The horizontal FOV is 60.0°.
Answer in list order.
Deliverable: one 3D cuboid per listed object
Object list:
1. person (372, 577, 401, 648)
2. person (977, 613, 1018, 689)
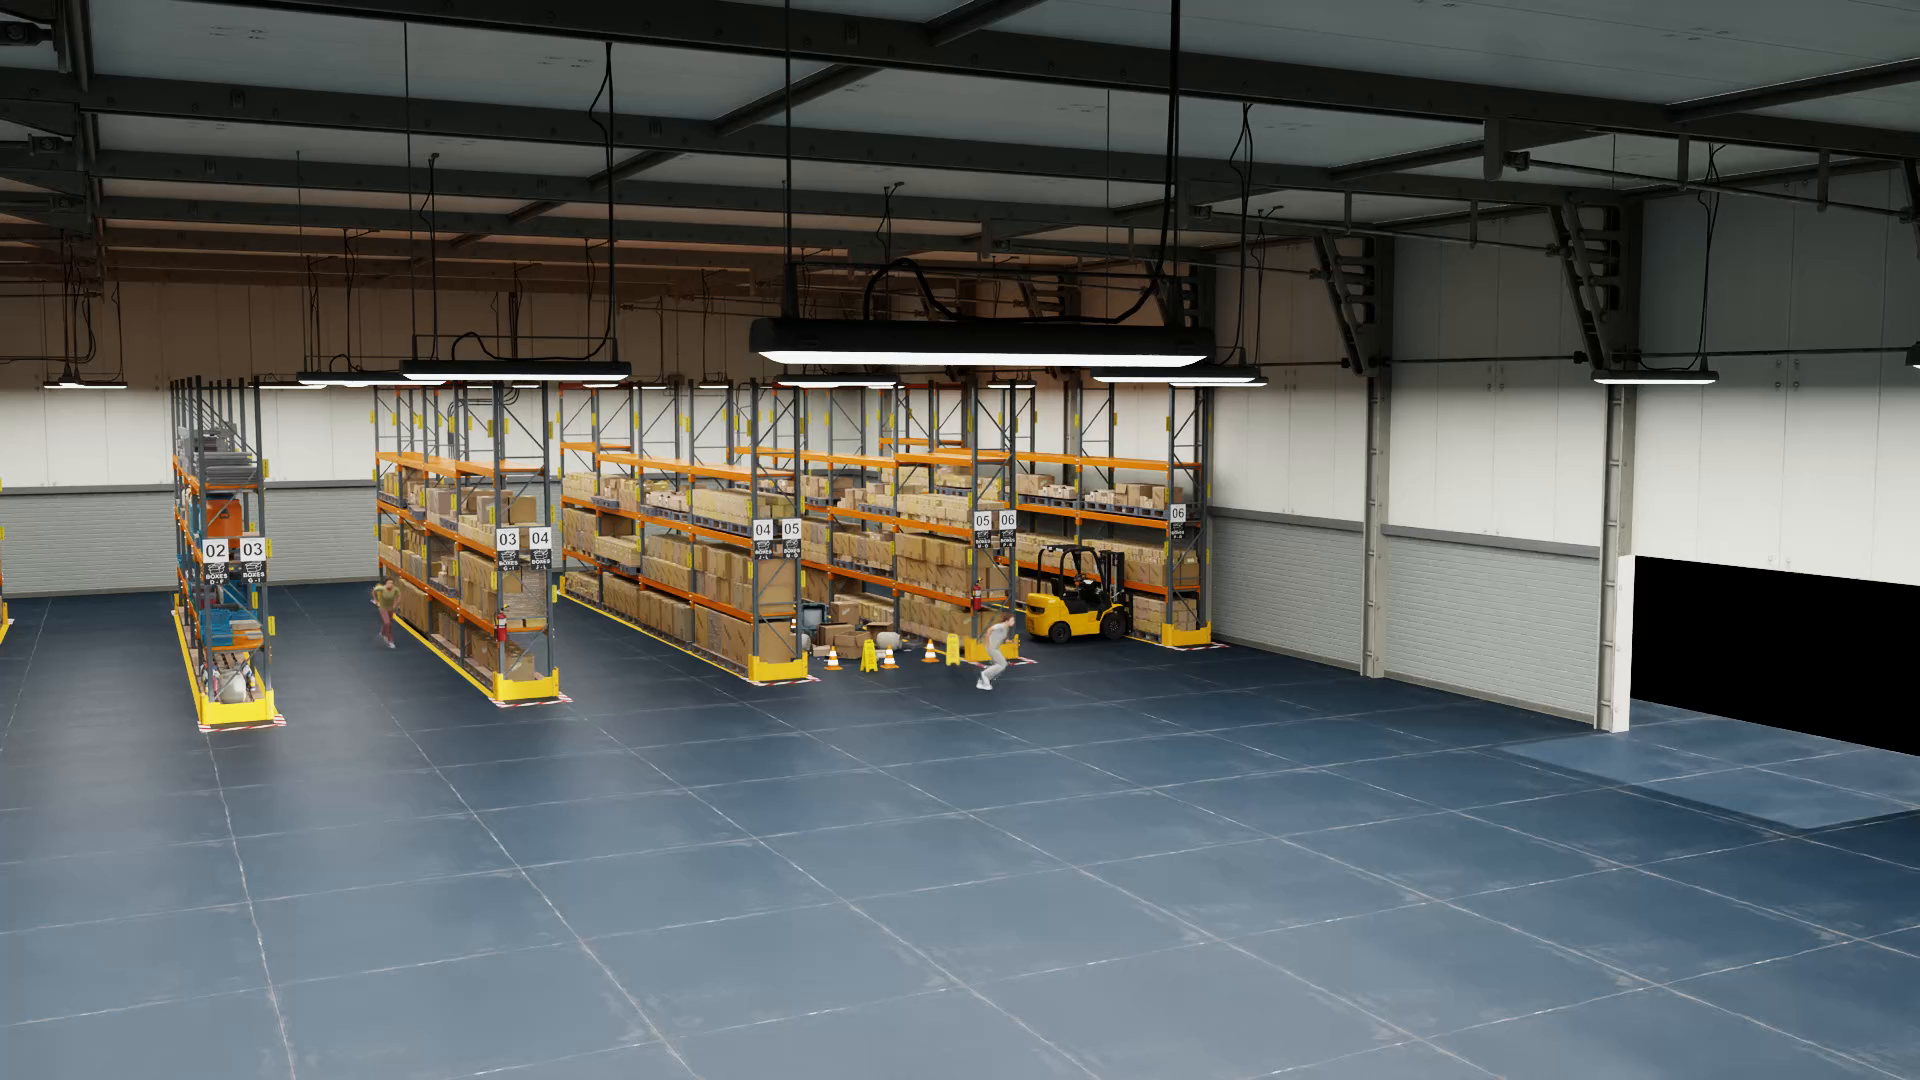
[{"bbox_3d":[-12.950,1.610,37.550,0.615,1.625,1.003,-3,6,-29],"label":"person"},{"bbox_3d":[0.708,2.150,31.912,0.823,1.485,0.591,2,5,19],"label":"person"}]
